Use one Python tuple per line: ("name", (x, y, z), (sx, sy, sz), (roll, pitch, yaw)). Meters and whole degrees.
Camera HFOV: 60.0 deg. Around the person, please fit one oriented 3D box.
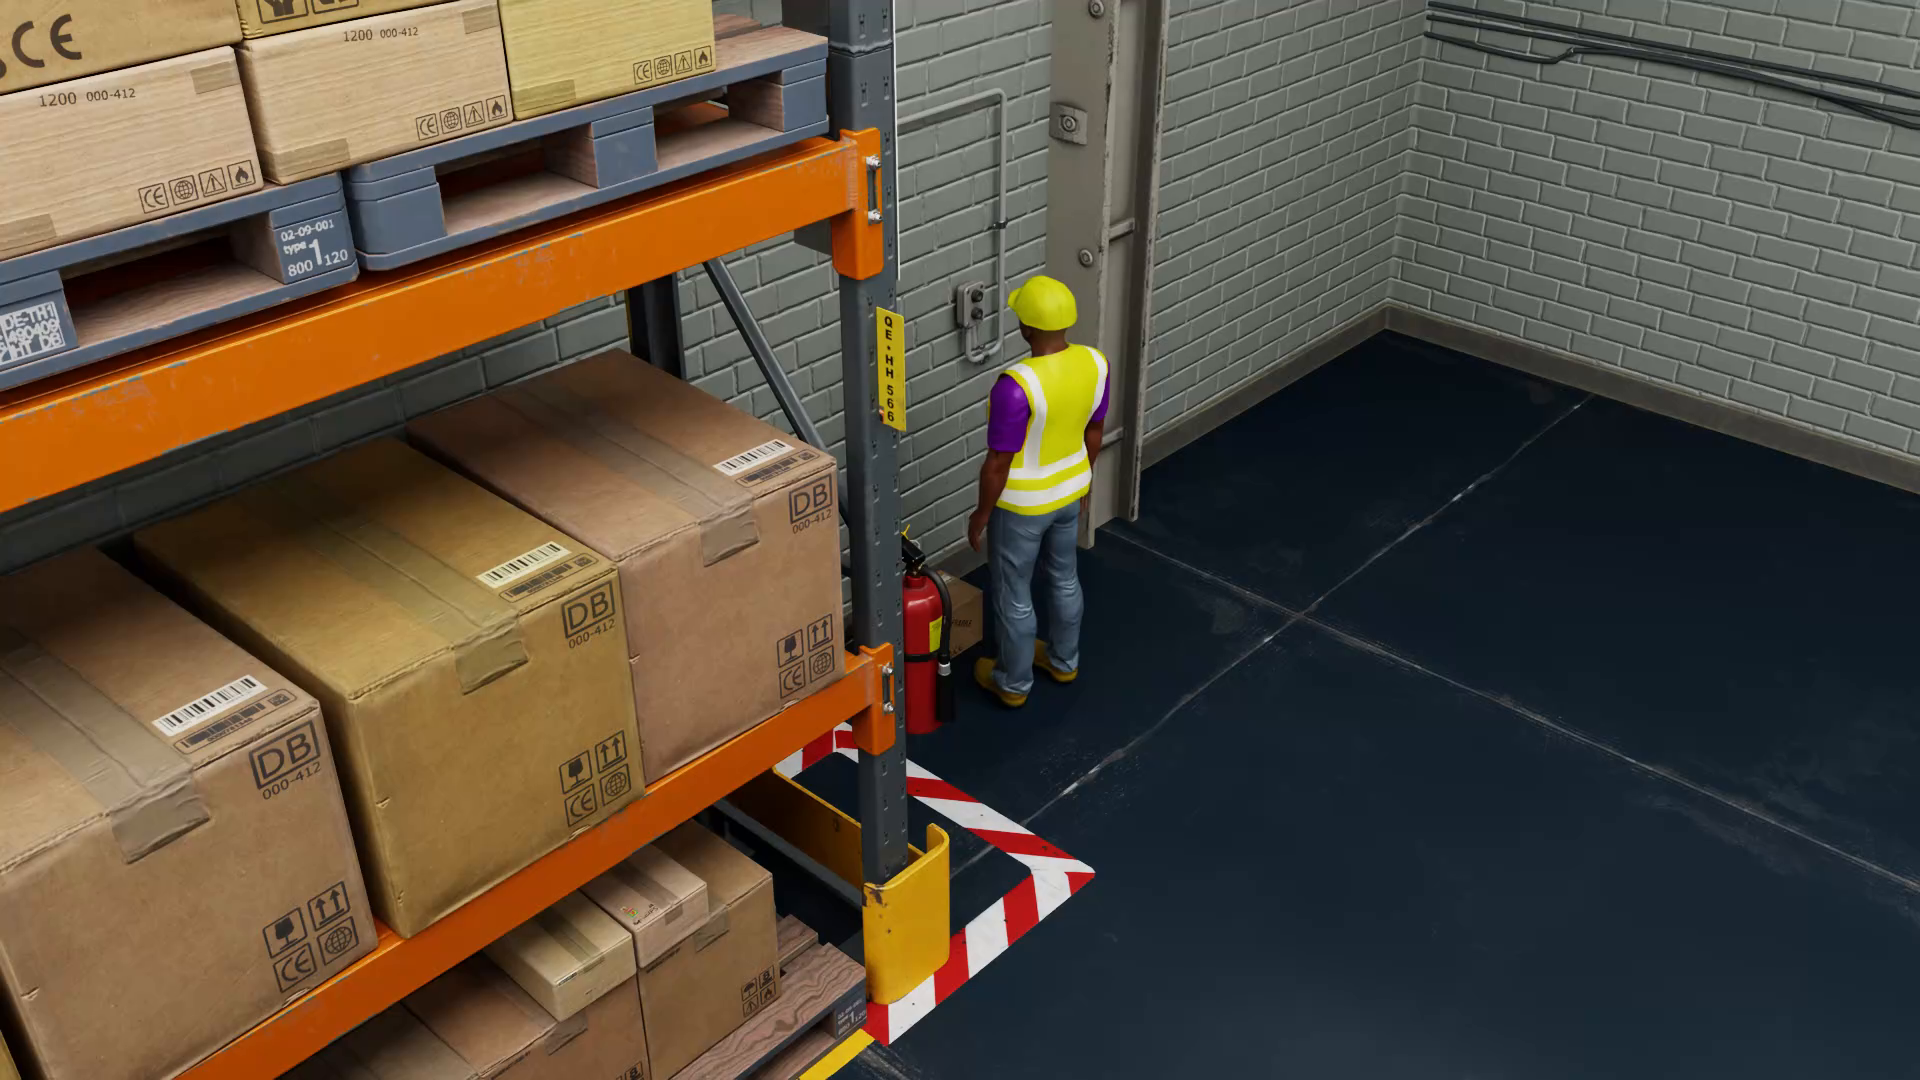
("person", (0.278, -0.184, 6.365), (0.597, 1.767, 0.384), (-26, 40, -36))
